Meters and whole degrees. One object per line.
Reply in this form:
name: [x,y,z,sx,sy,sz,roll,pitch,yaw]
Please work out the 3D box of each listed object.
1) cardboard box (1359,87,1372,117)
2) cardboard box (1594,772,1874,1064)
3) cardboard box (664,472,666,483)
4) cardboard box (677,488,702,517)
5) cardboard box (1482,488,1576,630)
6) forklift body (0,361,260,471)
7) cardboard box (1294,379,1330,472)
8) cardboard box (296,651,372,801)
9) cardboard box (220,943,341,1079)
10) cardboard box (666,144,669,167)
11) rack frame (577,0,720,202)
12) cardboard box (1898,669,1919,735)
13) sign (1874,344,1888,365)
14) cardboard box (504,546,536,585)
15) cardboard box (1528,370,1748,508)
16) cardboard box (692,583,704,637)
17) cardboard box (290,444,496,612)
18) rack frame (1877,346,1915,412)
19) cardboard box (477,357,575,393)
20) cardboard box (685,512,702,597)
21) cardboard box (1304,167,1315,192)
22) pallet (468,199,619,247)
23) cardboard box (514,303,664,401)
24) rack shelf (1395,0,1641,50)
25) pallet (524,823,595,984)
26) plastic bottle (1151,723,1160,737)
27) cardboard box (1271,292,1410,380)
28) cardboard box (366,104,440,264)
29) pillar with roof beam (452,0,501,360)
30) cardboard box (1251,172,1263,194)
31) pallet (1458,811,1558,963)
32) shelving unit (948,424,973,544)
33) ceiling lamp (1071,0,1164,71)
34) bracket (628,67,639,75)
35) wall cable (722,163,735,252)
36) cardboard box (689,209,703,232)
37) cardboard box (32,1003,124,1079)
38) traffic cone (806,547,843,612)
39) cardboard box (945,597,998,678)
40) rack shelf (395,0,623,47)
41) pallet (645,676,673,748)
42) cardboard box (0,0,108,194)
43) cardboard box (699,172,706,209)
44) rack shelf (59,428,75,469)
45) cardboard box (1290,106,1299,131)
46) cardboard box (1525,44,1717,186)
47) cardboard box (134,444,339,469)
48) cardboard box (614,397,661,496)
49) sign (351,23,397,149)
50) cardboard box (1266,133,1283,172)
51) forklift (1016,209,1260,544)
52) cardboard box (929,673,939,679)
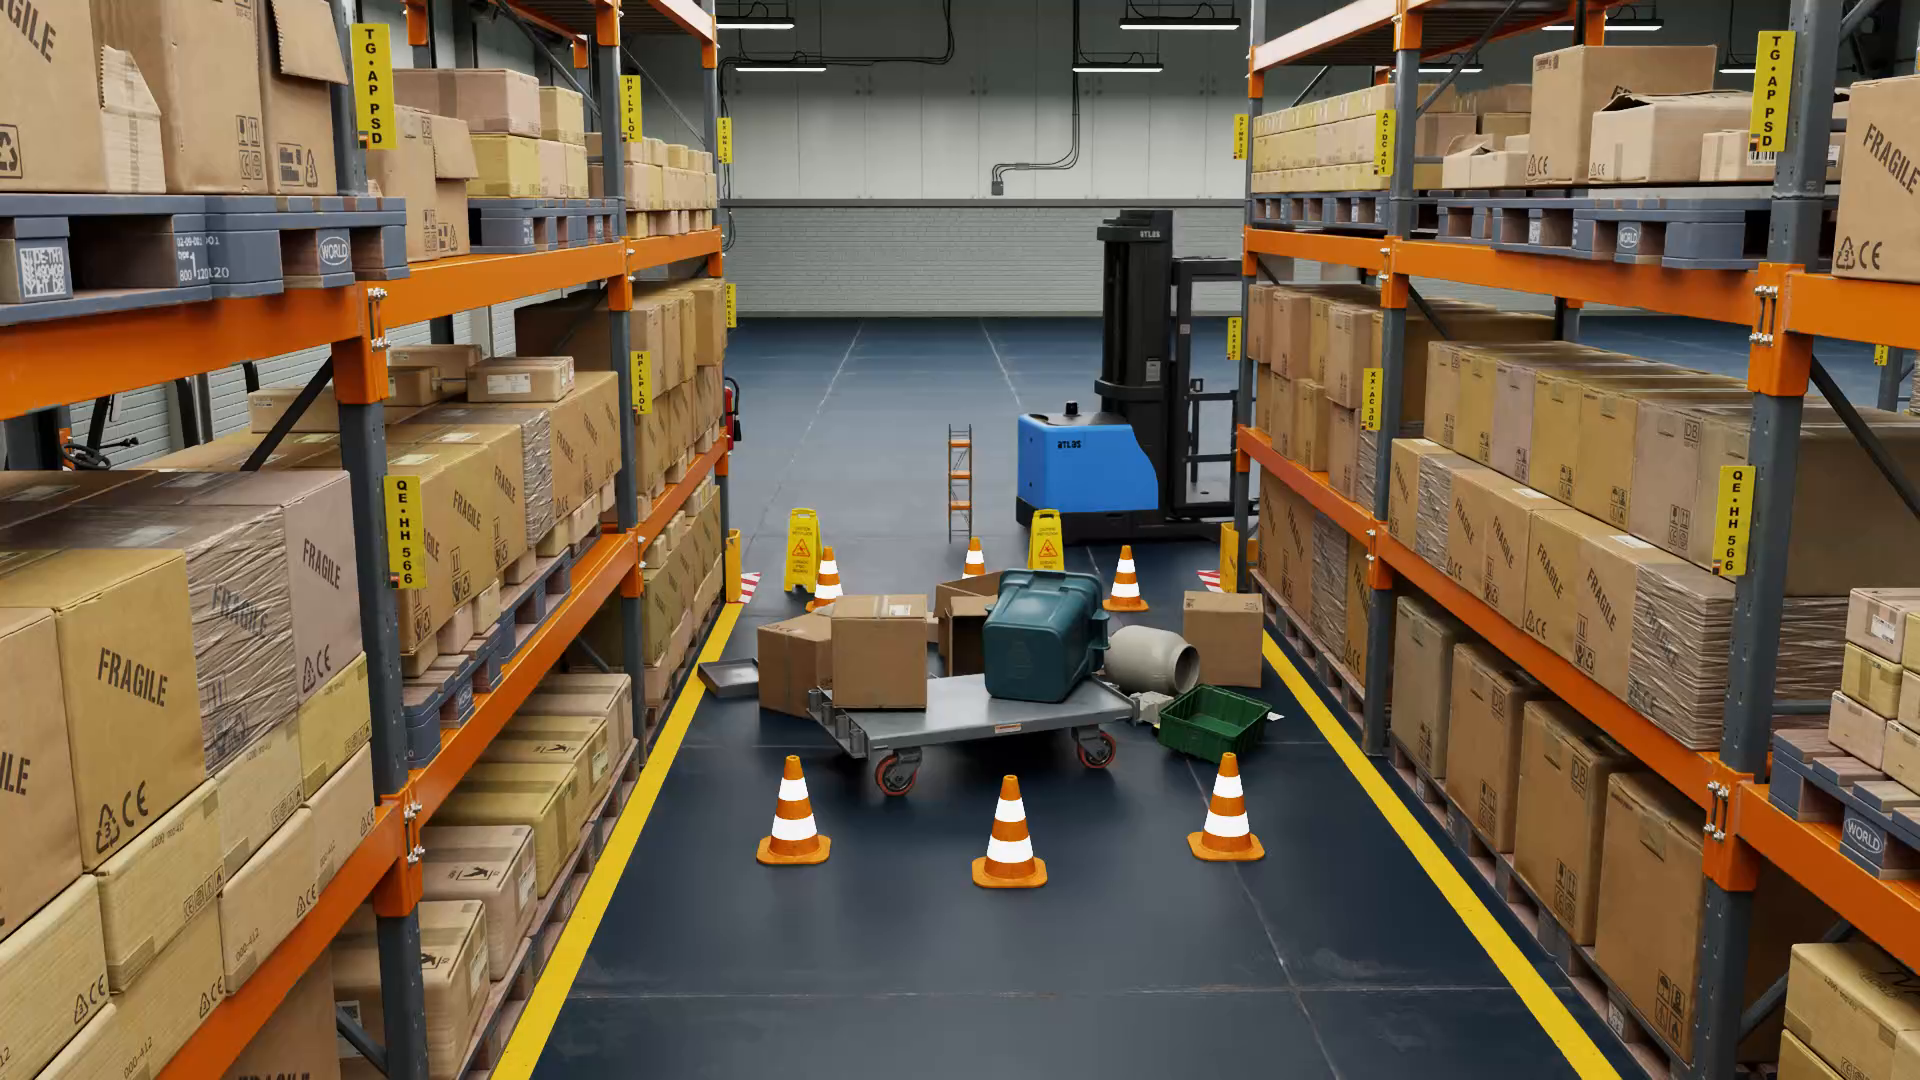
cardboard box: [2.409,-2.400,9.121,0.380,0.149,0.250,0,11,-1]
cardboard box: [2.900,1.284,5.787,1.050,0.750,0.750,0,11,-2]
cardboard box: [-1.993,-0.391,10.076,0.380,0.149,0.250,0,11,-1]
cardboard box: [-1.932,-0.251,11.095,0.380,0.149,0.250,0,11,1]
cardboard box: [2.511,0.071,6.913,0.500,0.500,0.500,0,11,0]
forklift body: [-5.389,-0.234,10.805,2.313,2.155,1.214,0,11,-1]
cardboard box: [2.682,-0.755,10.859,0.875,0.550,0.500,0,11,-1]
cardboard box: [-1.860,0.473,4.303,0.500,0.250,0.500,0,11,-1]
cardboard box: [-2.193,1.522,4.298,0.875,0.875,0.875,0,11,-2]
cardboard box: [-2.002,-2.356,10.210,0.380,0.149,0.250,0,11,0]
rack frame: [-2.290,-3.981,12.049,1.000,3.000,0.127,0,11,-1]
cardboard box: [2.639,0.431,4.216,0.380,0.149,0.250,0,11,2]
sign: [7.076,-1.504,12.749,0.100,0.325,0.005,0,11,-1]
cardboard box: [-1.930,0.080,6.697,0.380,0.149,0.250,0,11,1]
cardboard box: [2.788,-0.423,6.836,0.700,0.500,0.500,0,11,-2]
cardboard box: [-1.985,0.467,11.070,0.500,0.250,0.500,-1,11,-3]
cardboard box: [-1.920,-0.045,5.682,0.500,0.500,0.500,0,11,2]
rack frame: [7.618,-1.082,12.846,1.000,3.000,0.127,0,11,-1]
cardboard box: [-1.944,-0.736,7.458,0.380,0.149,0.250,-1,11,-3]
cardboard box: [-1.995,0.096,11.017,0.500,0.500,0.500,-1,11,-2]
cardboard box: [2.380,-2.262,10.446,0.380,0.149,0.250,0,11,-1]
pallet: [-2.301,-1.501,7.840,1.213,0.211,1.003,0,11,-1]
cardboard box: [-1.999,-1.019,9.023,0.700,0.500,0.500,0,11,-2]
rack shelf: [2.781,-2.280,6.481,1.077,0.370,4.000,0,11,-1]
pallet: [-2.161,1.519,7.042,1.003,0.211,1.213,0,11,-1]
plastic bottle: [1.225,1.105,9.458,0.133,0.061,0.283,-7,13,-30]
cardboard box: [2.605,-1.389,11.270,0.875,0.550,0.550,0,11,-1]
cardboard box: [-2.134,-1.158,5.428,0.700,0.500,0.500,0,11,-1]
pillar with roof beam: [-4.207,-7.414,28.968,9.100,9.000,0.548,0,11,-1]
cardboard box: [2.344,-2.614,12.177,0.380,0.149,0.250,0,11,-1]
pallet: [2.859,1.477,7.250,1.003,0.211,1.213,0,11,-1]
shelving unit: [0.001,-0.504,14.902,0.215,1.050,0.252,0,11,-1]
ceiling lamp: [3.458,-11.924,36.518,2.000,3.185,0.800,0,11,-1]
bracket: [-8.461,-12.100,43.017,0.235,0.232,0.430,0,11,-1]
wall cable: [-7.498,-8.850,43.861,3.097,2.526,0.112,0,11,-1]
cardboard box: [-1.993,-2.216,11.524,0.380,0.149,0.250,0,11,1]
cardboard box: [-1.795,1.025,2.838,0.500,0.250,0.500,0,11,-2]
traffic cone: [-0.991,0.283,12.502,0.336,0.463,0.334,0,11,-1]
cardboard box: [0.305,0.641,10.294,0.797,0.637,0.503,0,11,-1]
rack shelf: [-2.166,-2.240,6.281,1.077,0.370,4.000,0,11,-1]
pallet: [-2.256,0.987,9.661,1.003,0.211,1.213,0,11,-1]
cardboard box: [-1.798,-0.826,2.736,0.500,0.500,0.500,0,11,-1]
cardboard box: [-2.014,-2.383,11.343,0.500,0.250,0.500,0,11,-2]
rack shelf: [-7.211,-0.270,10.653,1.077,0.370,4.000,0,11,-1]
cardboard box: [2.371,-2.754,10.861,0.380,0.149,0.250,0,11,-2]
cardboard box: [2.507,-1.609,6.344,0.500,0.500,0.500,0,11,-1]
cardboard box: [-2.433,-0.043,5.672,0.500,0.500,0.500,0,11,-2]
cardboard box: [-1.937,-0.529,9.123,0.500,0.500,0.500,0,11,-1]
sign: [-1.569,-1.214,4.453,0.100,0.325,0.005,0,11,-1]
cardboard box: [2.422,-2.681,11.505,0.500,0.250,0.500,0,11,-2]
forklift: [2.098,-1.527,15.217,3.031,2.935,1.130,-3,12,-13]
cardboard box: [-0.078,0.923,9.840,0.258,0.266,0.396,-10,15,-40]
